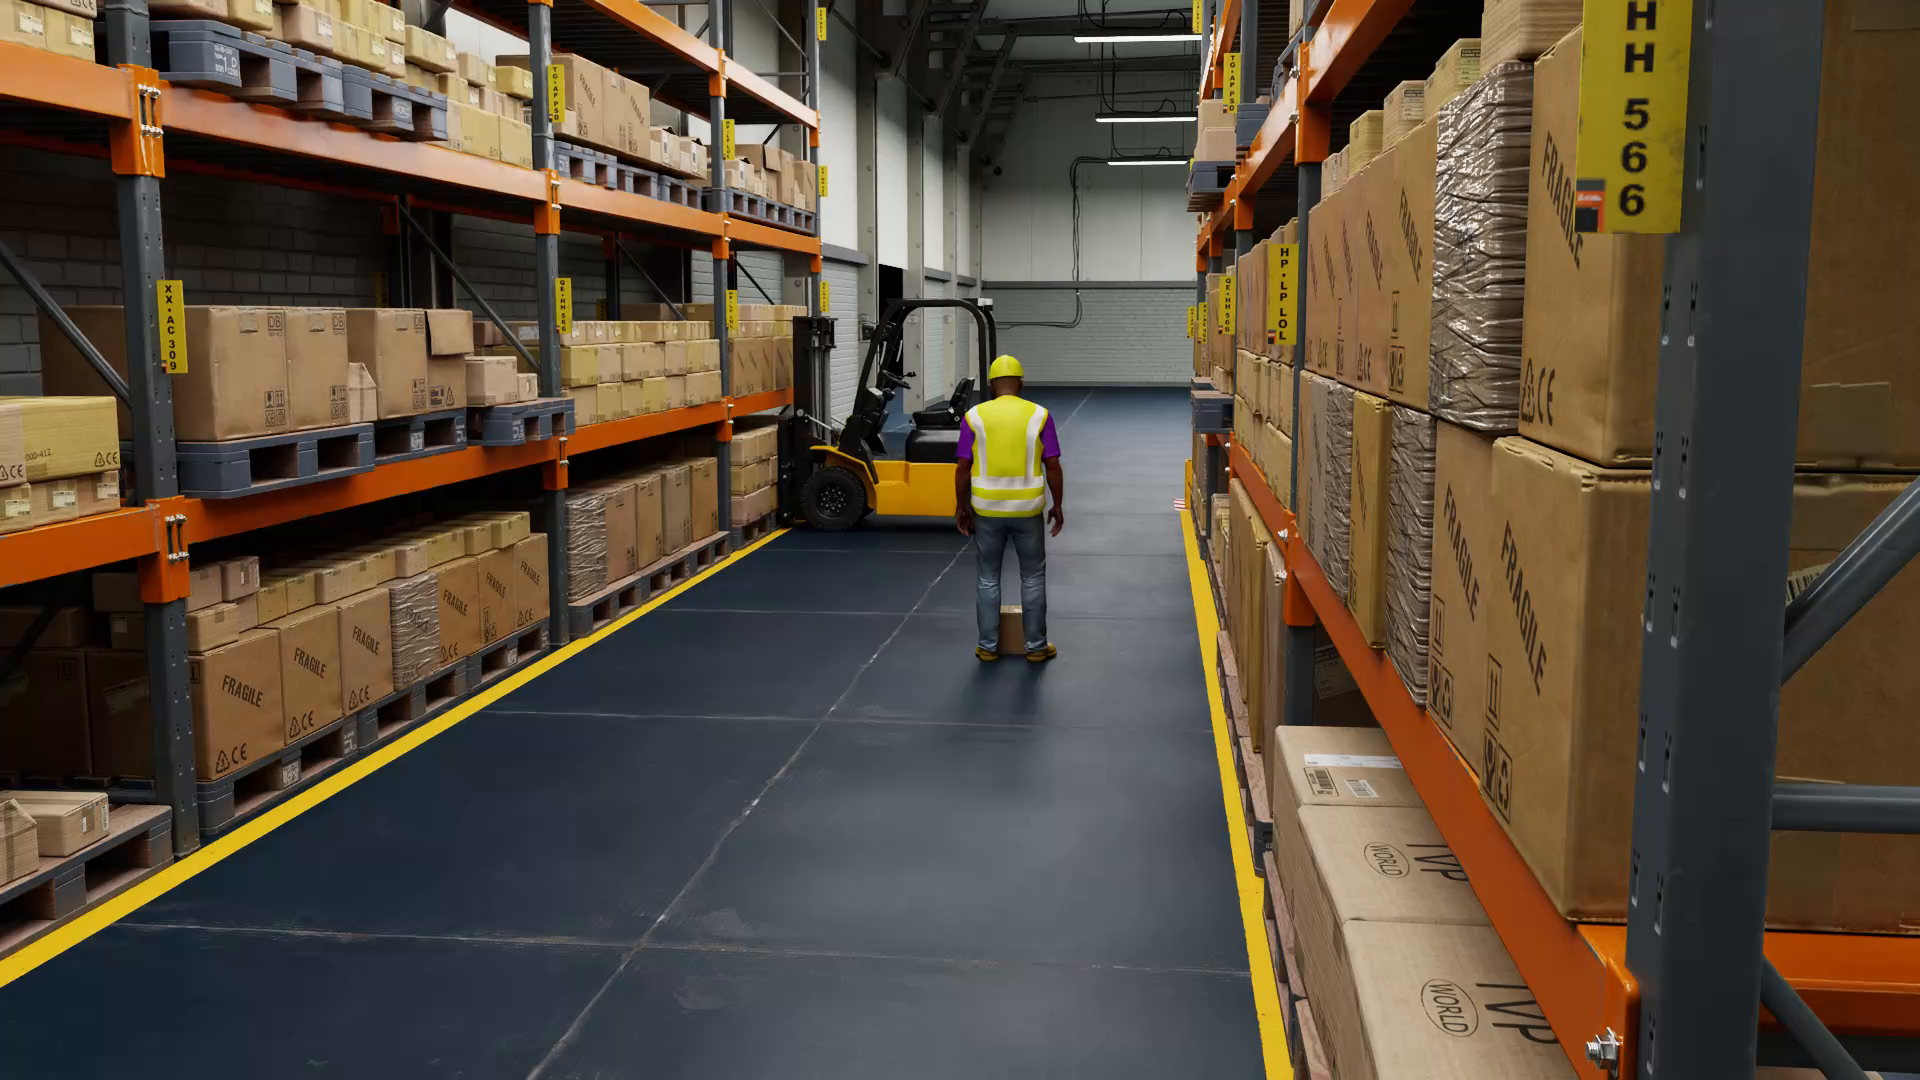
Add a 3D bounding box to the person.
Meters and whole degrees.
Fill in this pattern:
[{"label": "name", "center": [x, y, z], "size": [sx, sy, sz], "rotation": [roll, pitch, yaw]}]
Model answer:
[{"label": "person", "center": [0.285, -0.182, 9.595], "size": [0.627, 1.761, 0.458], "rotation": [1, 8, 4]}]
